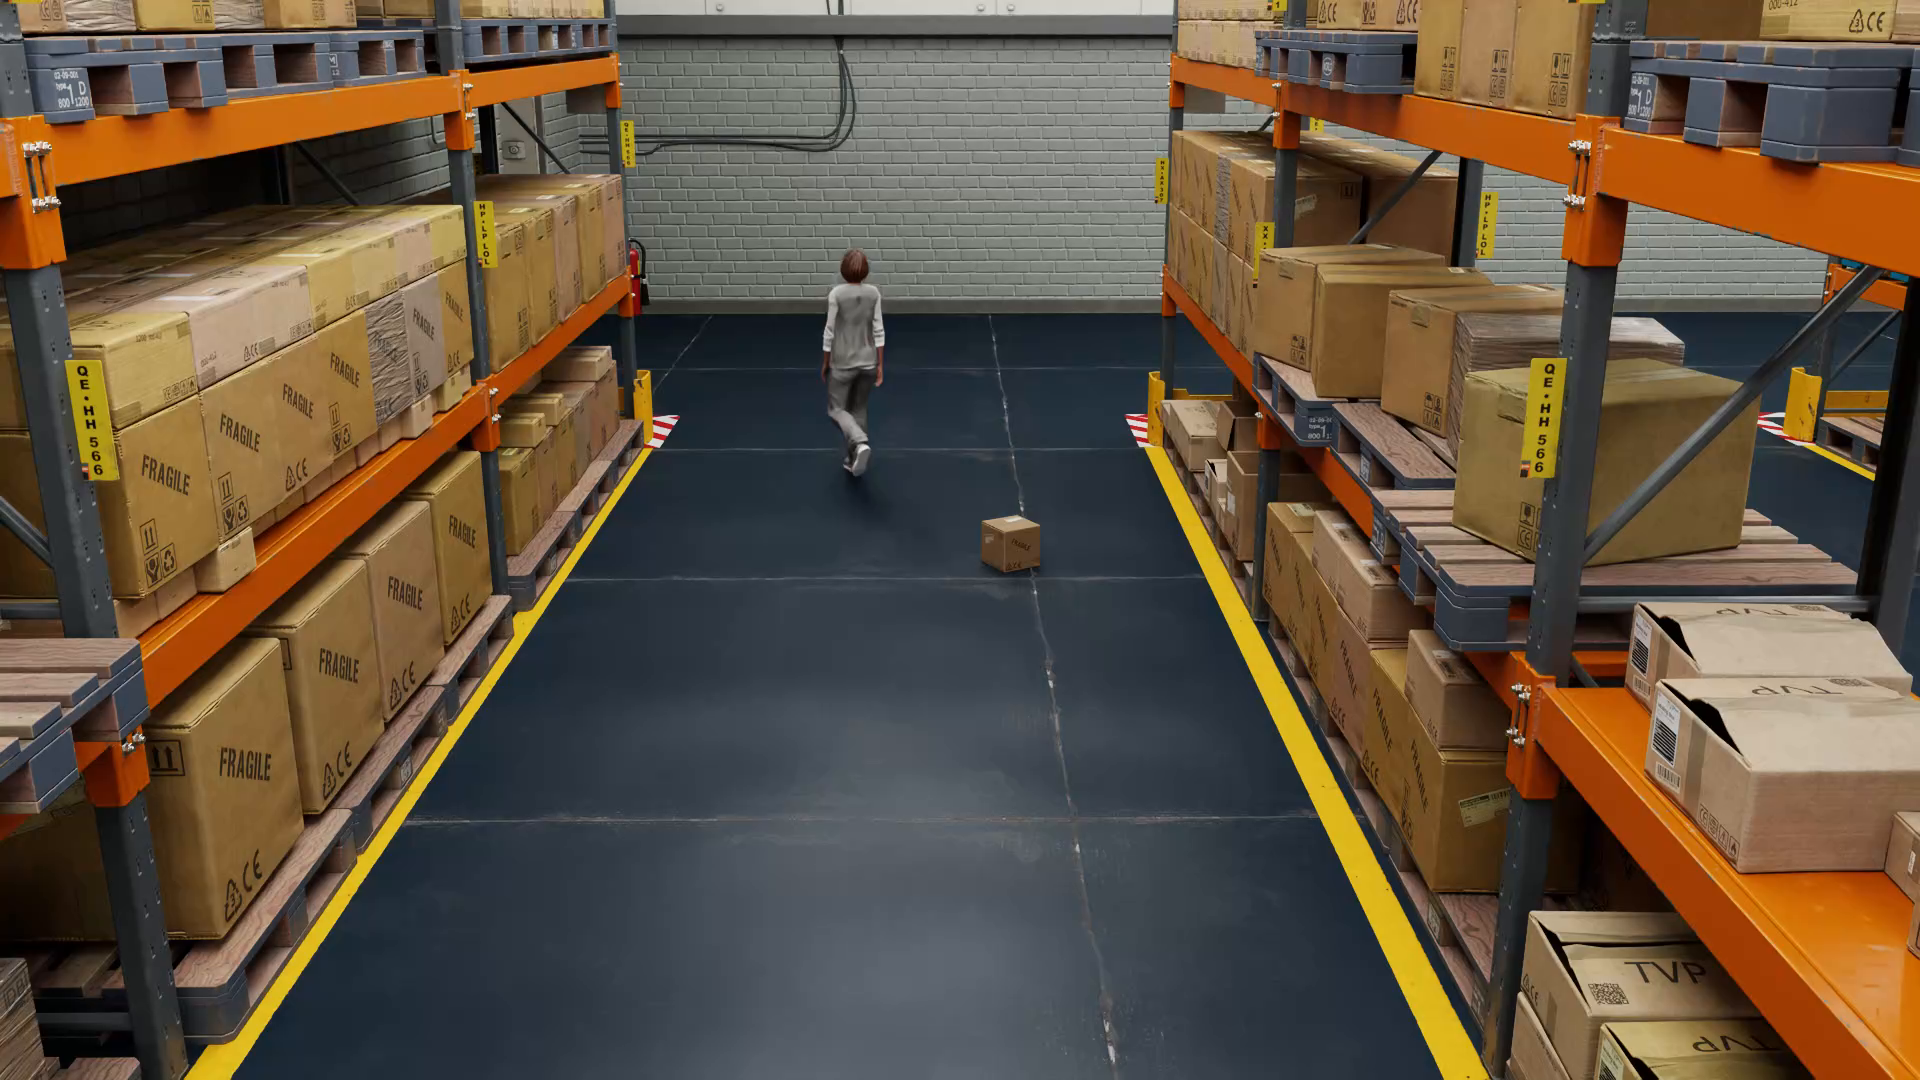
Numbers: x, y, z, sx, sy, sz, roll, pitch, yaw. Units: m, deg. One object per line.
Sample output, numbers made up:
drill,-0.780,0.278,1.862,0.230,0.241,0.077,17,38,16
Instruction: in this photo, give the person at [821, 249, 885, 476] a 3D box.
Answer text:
person,-0.704,-1.178,11.264,0.410,1.573,0.693,-8,19,-25
